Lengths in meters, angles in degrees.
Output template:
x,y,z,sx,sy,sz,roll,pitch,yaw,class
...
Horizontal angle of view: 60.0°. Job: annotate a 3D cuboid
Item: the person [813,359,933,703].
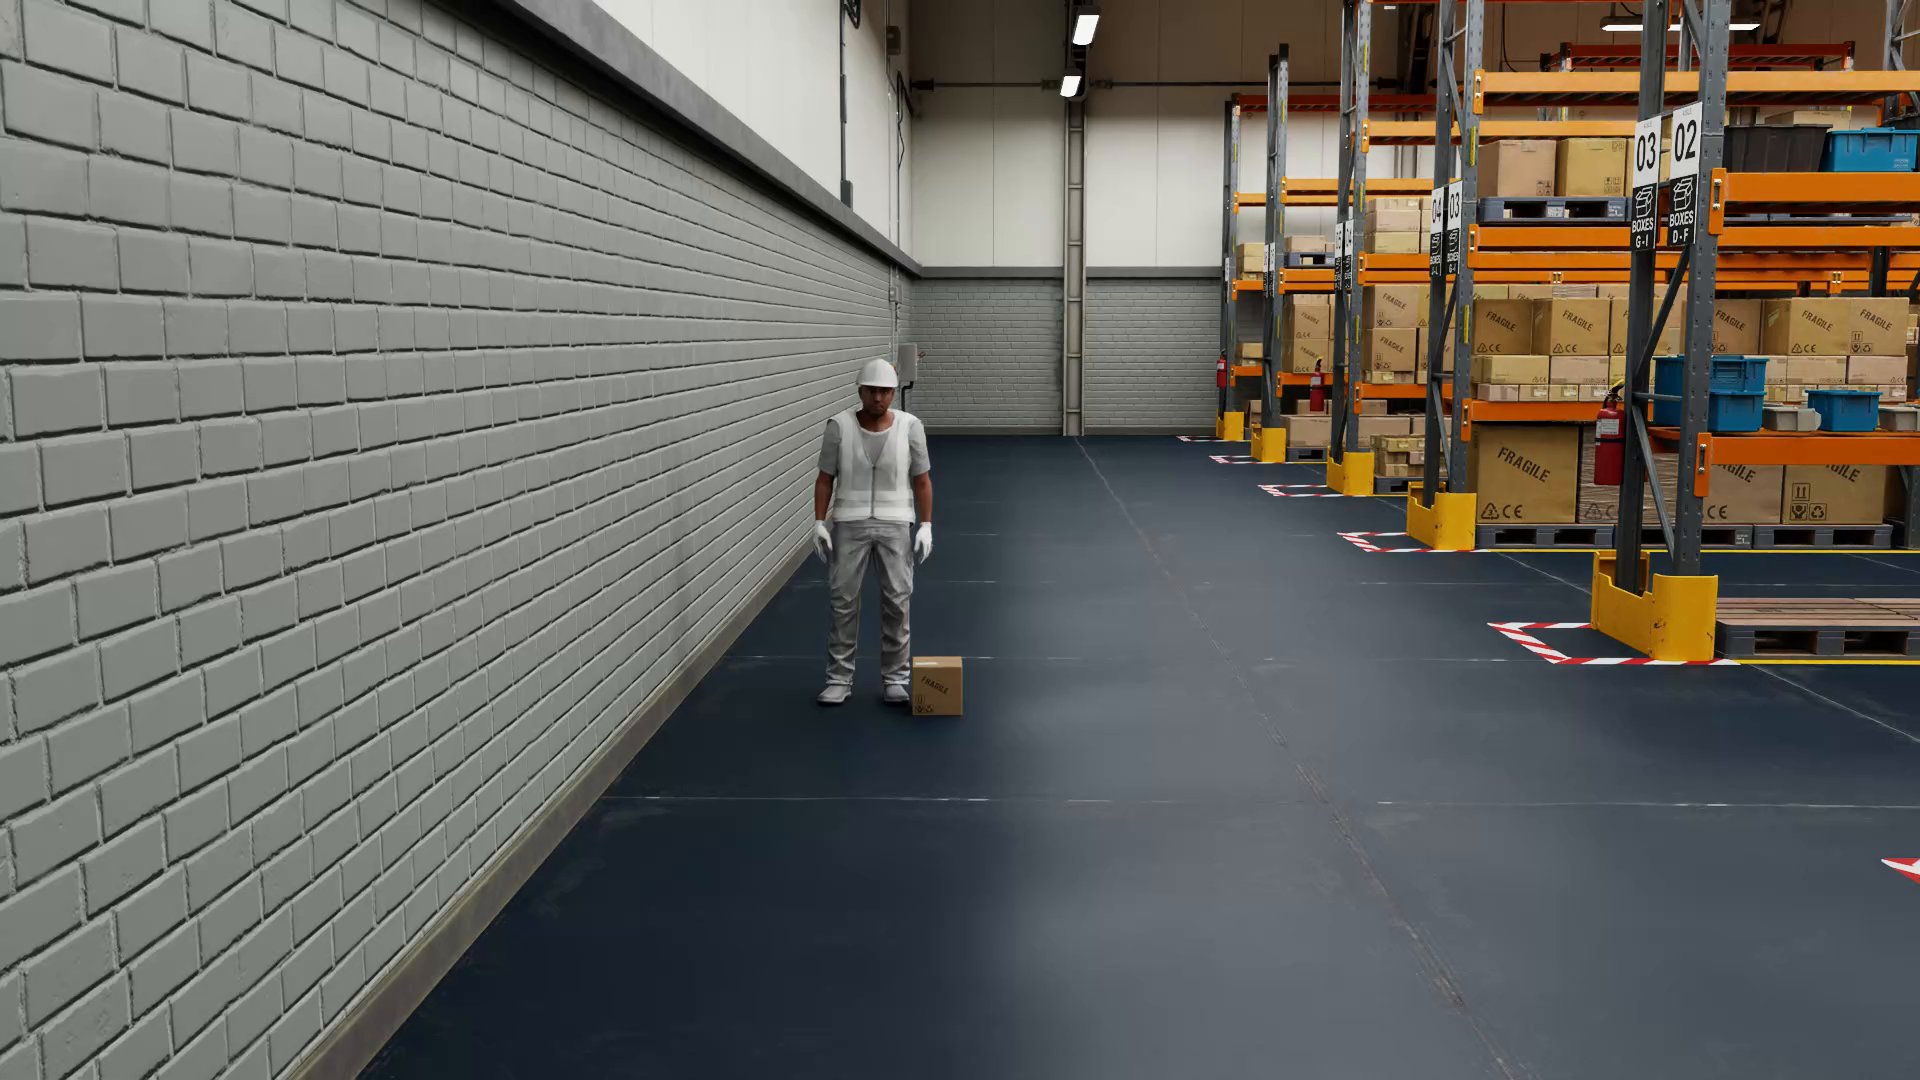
x,y,z,sx,sy,sz,roll,pitch,yaw,class
-0.449,-0.044,8.570,0.620,1.773,0.449,0,7,-2,person
